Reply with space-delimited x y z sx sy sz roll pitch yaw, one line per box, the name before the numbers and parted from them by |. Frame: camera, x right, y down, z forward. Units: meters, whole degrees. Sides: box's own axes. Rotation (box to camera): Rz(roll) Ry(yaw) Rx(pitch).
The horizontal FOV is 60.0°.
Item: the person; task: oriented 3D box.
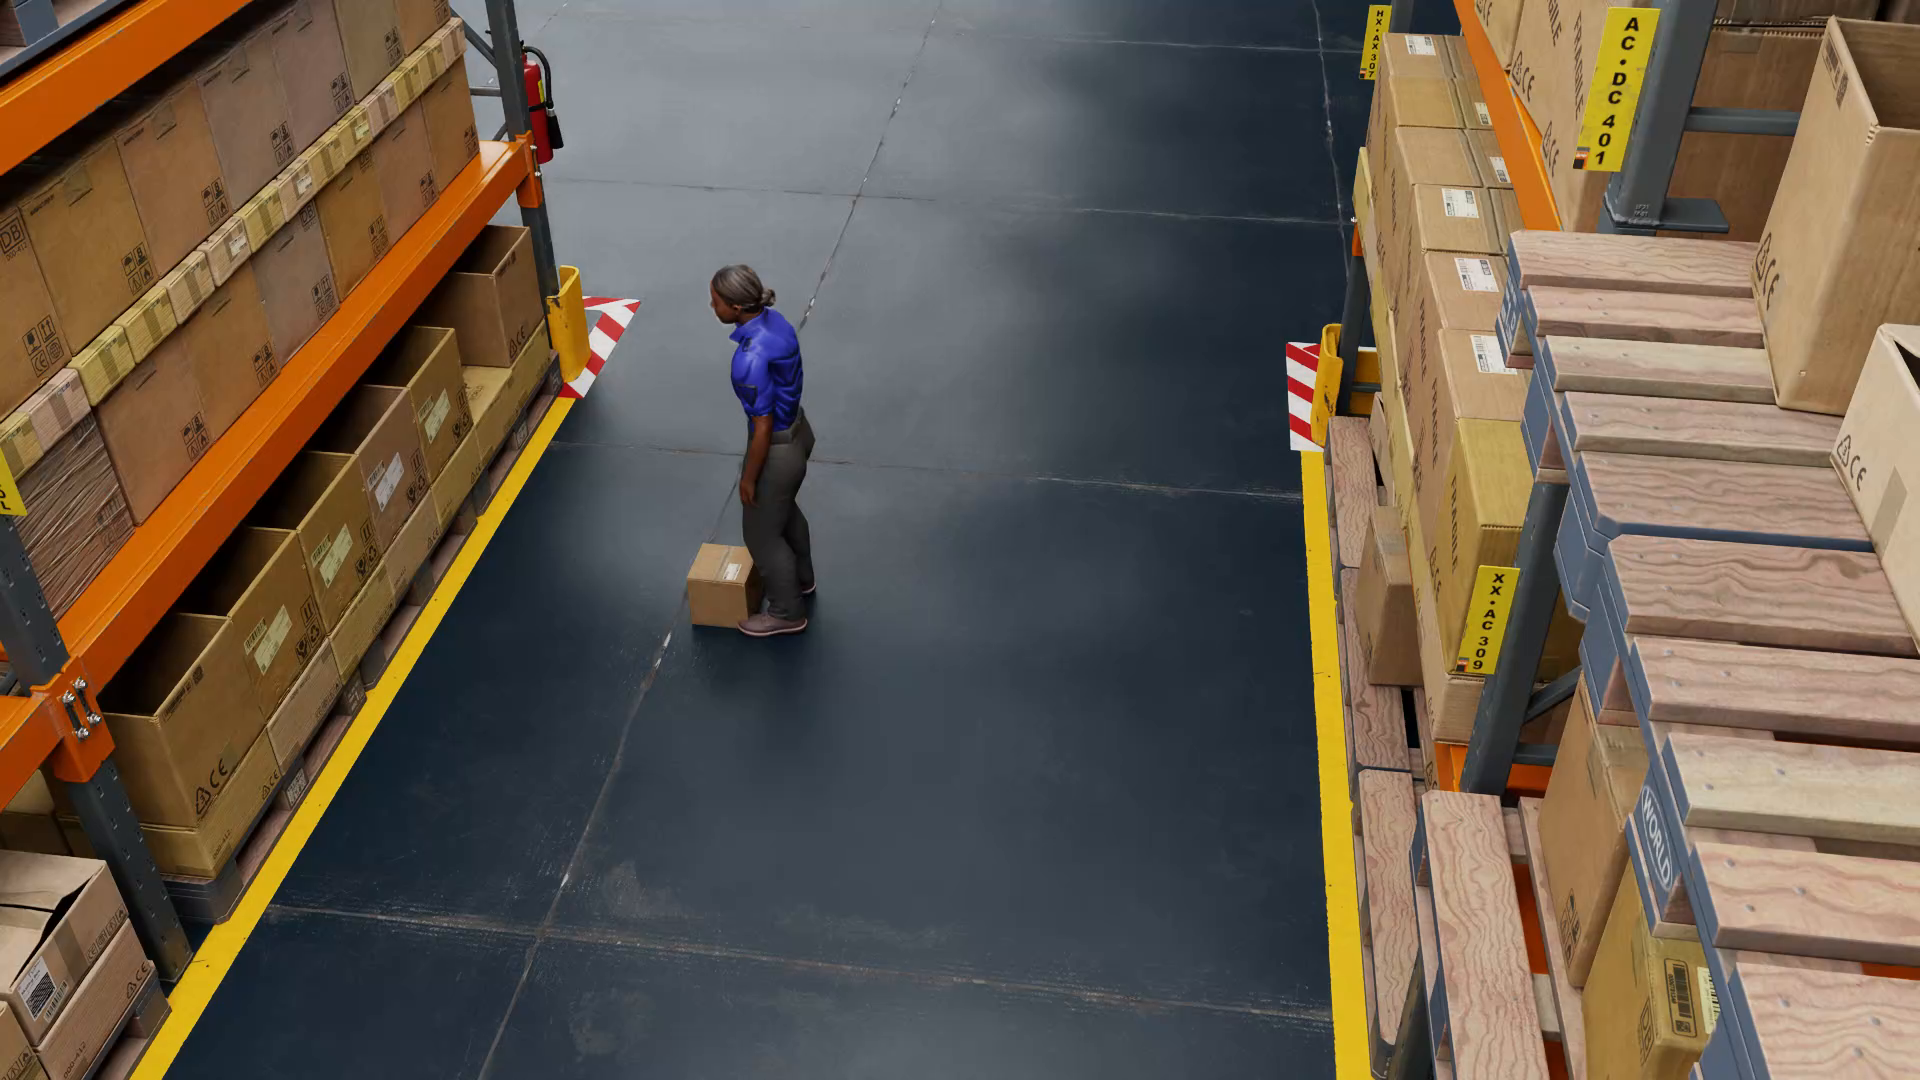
person | -0.765 -0.360 6.641 0.347 1.655 0.507 4 37 6
